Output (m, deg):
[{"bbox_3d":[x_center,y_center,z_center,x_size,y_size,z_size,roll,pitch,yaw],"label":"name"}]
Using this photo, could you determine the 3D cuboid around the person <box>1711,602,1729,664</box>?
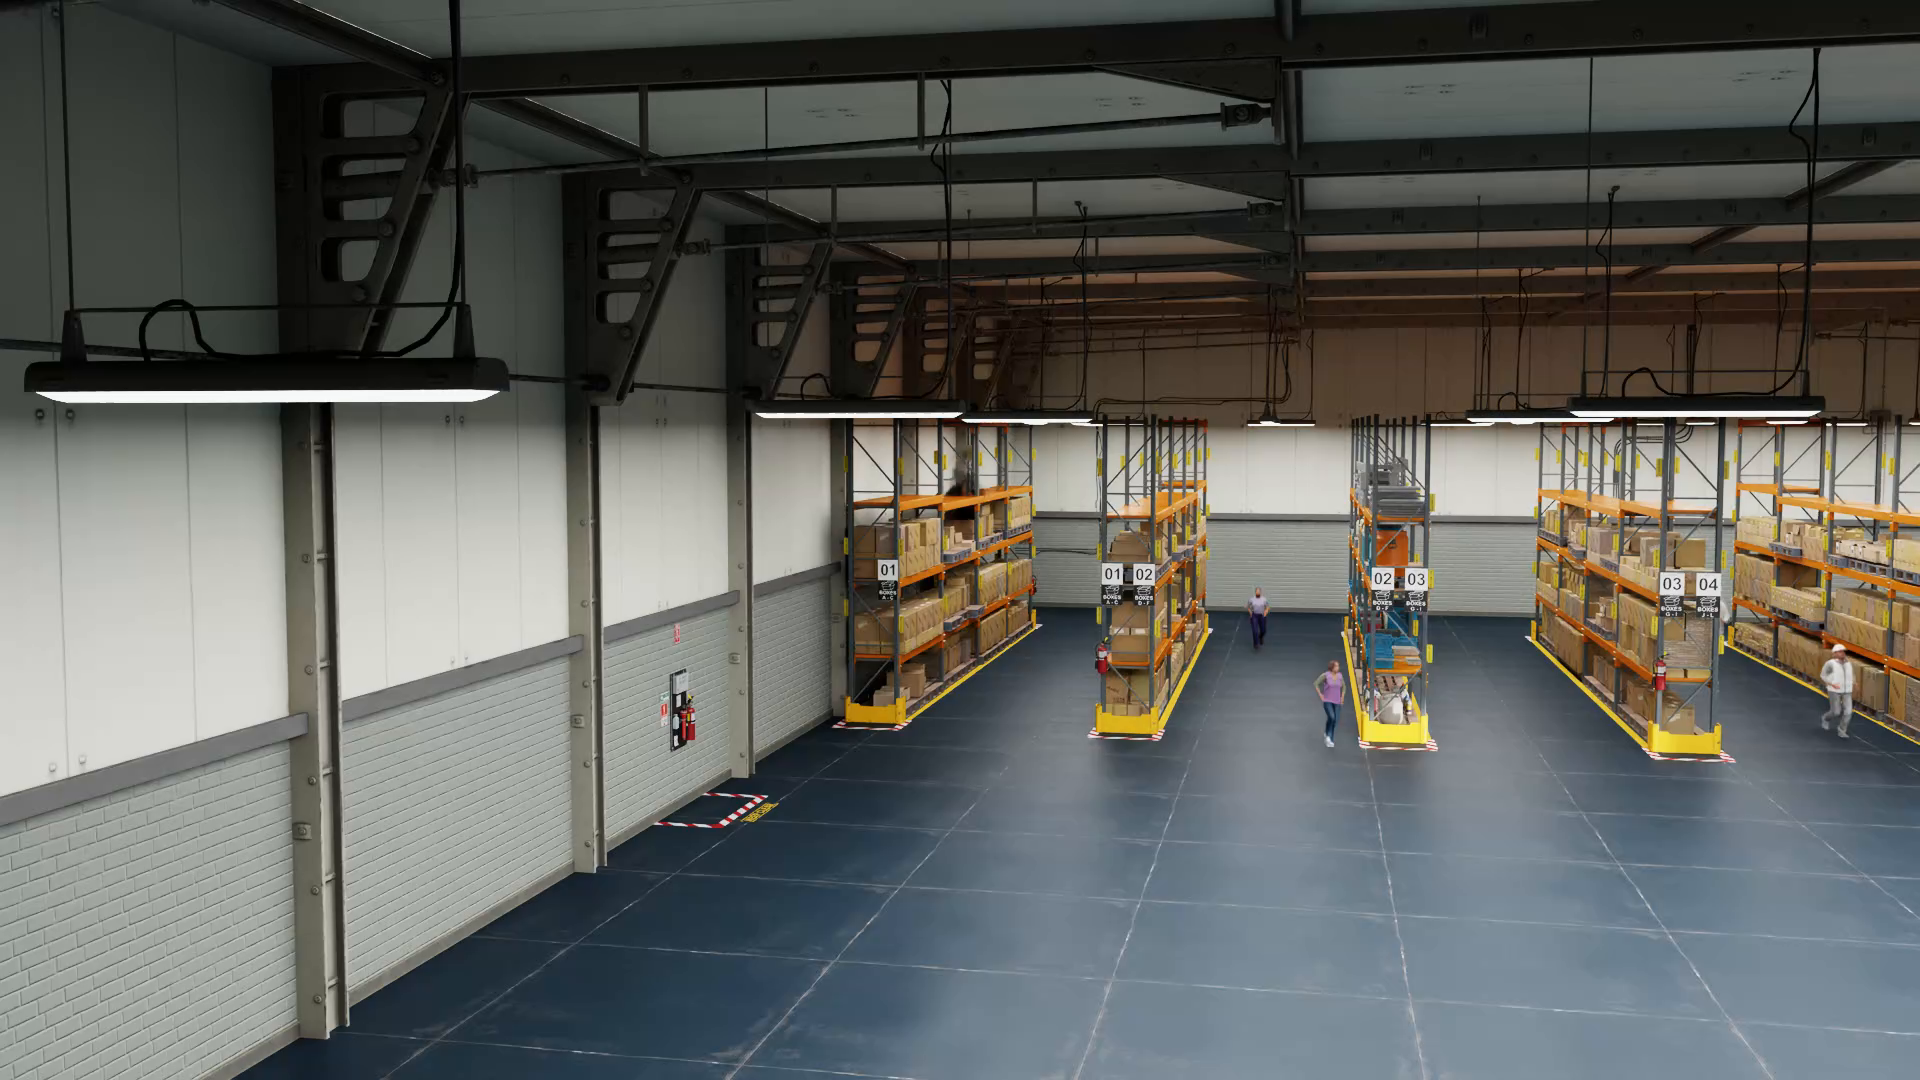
[{"bbox_3d":[18.474,2.145,40.793,0.707,1.754,0.671,1,4,20],"label":"person"}]

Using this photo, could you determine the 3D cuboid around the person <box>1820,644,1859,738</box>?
[{"bbox_3d":[16.367,2.799,30.957,0.662,1.724,0.641,0,4,-1],"label":"person"}]

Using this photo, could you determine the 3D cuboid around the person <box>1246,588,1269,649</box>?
[{"bbox_3d":[7.770,2.040,43.414,0.605,1.583,0.579,0,4,4],"label":"person"}]

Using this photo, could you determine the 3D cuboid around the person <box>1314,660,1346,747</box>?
[{"bbox_3d":[6.695,2.939,29.926,0.554,1.565,0.576,-1,4,-9],"label":"person"}]
